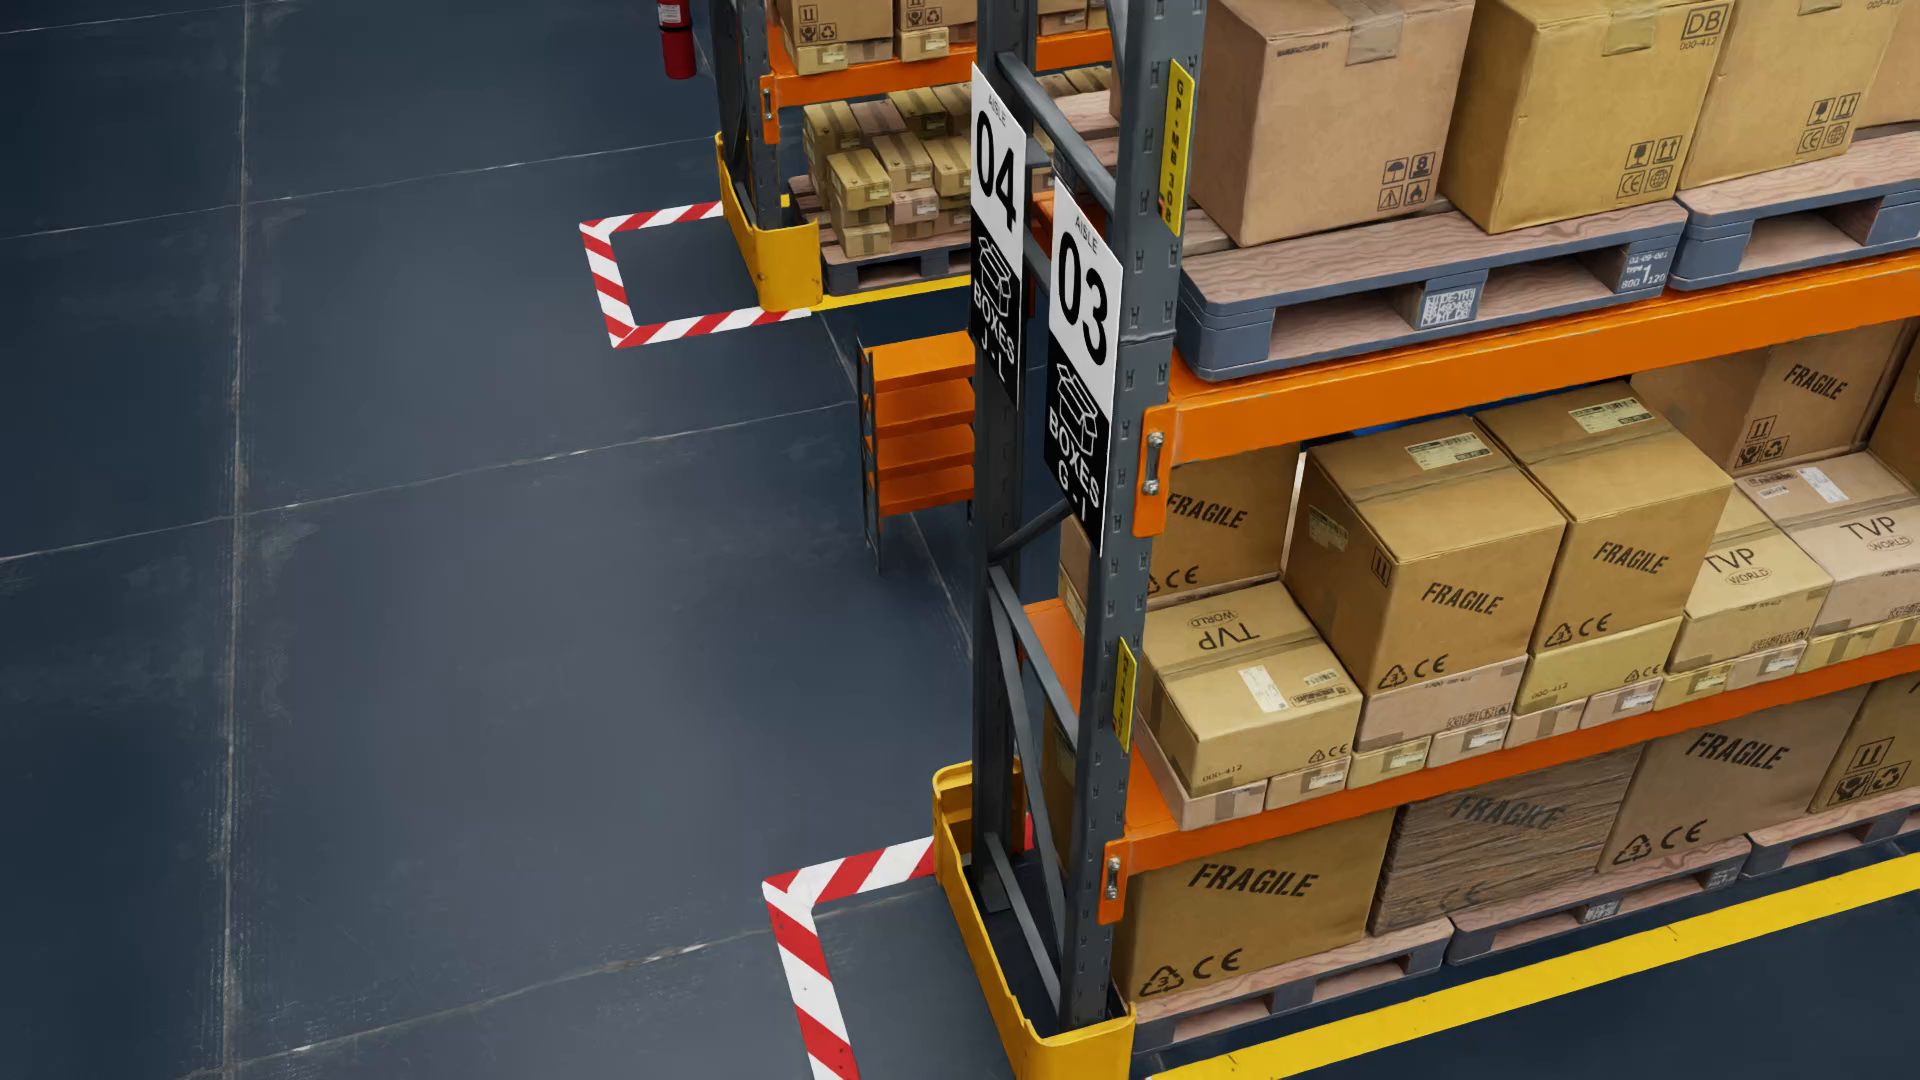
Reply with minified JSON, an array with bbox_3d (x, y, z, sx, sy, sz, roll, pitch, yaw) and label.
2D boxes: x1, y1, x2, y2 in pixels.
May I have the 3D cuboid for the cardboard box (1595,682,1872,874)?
[{"bbox_3d":[2.552,0.506,6.036,0.875,0.875,0.875,-12,42,-13],"label":"cardboard box"}]

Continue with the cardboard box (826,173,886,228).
[{"bbox_3d":[-0.568,-1.875,9.087,0.250,0.149,0.380,-10,42,-11],"label":"cardboard box"}]

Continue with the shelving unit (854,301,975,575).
[{"bbox_3d":[-0.158,-0.419,7.167,0.503,1.200,0.258,-12,42,-13],"label":"shelving unit"}]

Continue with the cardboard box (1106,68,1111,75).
[{"bbox_3d":[1.029,-2.628,9.724,0.250,0.149,0.380,-13,43,-15],"label":"cardboard box"}]

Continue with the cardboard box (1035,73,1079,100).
[{"bbox_3d":[0.540,-2.535,9.616,0.250,0.149,0.380,-13,43,-14],"label":"cardboard box"}]

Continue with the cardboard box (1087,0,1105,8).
[{"bbox_3d":[0.825,-3.116,8.584,0.500,0.500,0.500,-13,43,-14],"label":"cardboard box"}]

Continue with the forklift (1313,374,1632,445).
[{"bbox_3d":[3.151,-1.843,7.482,3.031,2.935,1.130,-13,43,-15],"label":"forklift"}]

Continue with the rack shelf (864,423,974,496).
[{"bbox_3d":[-0.158,-0.368,7.212,0.480,0.148,0.258,-12,42,-13],"label":"rack shelf"}]

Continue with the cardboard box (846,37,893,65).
[{"bbox_3d":[-0.507,-2.576,8.459,0.250,0.149,0.380,-10,42,-12],"label":"cardboard box"}]

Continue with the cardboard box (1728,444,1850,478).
[{"bbox_3d":[2.569,-0.320,5.574,0.500,0.250,0.500,-11,42,-12],"label":"cardboard box"}]

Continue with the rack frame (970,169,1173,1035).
[{"bbox_3d":[0.249,0.397,4.866,0.127,3.000,1.000,-12,42,-13],"label":"rack frame"}]

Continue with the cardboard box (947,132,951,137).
[{"bbox_3d":[0.055,-2.308,9.583,0.250,0.149,0.380,-12,43,-14],"label":"cardboard box"}]

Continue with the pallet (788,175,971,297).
[{"bbox_3d":[-0.287,-1.839,9.544,1.213,0.211,1.003,-12,42,-13],"label":"pallet"}]

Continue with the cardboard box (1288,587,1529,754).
[{"bbox_3d":[1.282,0.309,4.854,0.500,0.250,0.500,-12,43,-14],"label":"cardboard box"}]

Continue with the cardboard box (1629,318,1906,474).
[{"bbox_3d":[2.564,-0.599,5.324,0.500,0.500,0.500,-13,43,-14],"label":"cardboard box"}]

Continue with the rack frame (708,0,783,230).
[{"bbox_3d":[-1.145,-2.736,8.451,0.127,3.000,1.000,-12,42,-13],"label":"rack frame"}]

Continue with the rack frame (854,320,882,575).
[{"bbox_3d":[-0.391,-0.371,7.112,0.015,1.200,0.240,-12,42,-13],"label":"rack frame"}]

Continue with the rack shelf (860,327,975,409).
[{"bbox_3d":[-0.158,-0.715,6.909,0.480,0.148,0.258,-12,42,-13],"label":"rack shelf"}]

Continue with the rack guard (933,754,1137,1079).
[{"bbox_3d":[0.226,1.343,5.683,0.348,0.500,1.175,-12,42,-13],"label":"rack guard"}]

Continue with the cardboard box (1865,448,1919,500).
[{"bbox_3d":[3.229,-0.094,5.315,0.500,0.250,0.500,-10,42,-12],"label":"cardboard box"}]

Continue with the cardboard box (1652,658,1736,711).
[{"bbox_3d":[2.153,0.323,5.141,0.250,0.149,0.380,-13,43,-14],"label":"cardboard box"}]

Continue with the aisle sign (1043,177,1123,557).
[{"bbox_3d":[0.270,-0.380,3.779,0.004,0.787,0.394,-12,42,-13],"label":"aisle sign"}]

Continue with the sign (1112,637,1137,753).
[{"bbox_3d":[0.410,0.390,4.155,0.005,0.325,0.100,-12,42,-13],"label":"sign"}]

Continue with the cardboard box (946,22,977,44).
[{"bbox_3d":[-0.028,-2.733,8.639,0.250,0.149,0.380,-10,42,-11],"label":"cardboard box"}]

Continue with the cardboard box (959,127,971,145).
[{"bbox_3d":[0.174,-2.135,9.159,0.250,0.149,0.380,-14,43,-15],"label":"cardboard box"}]

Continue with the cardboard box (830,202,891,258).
[{"bbox_3d":[-0.549,-1.723,9.140,0.250,0.149,0.380,-11,42,-12],"label":"cardboard box"}]

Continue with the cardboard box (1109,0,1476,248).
[{"bbox_3d":[0.729,-1.103,3.831,0.500,0.500,0.700,-14,43,-16],"label":"cardboard box"}]

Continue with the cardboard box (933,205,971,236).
[{"bbox_3d":[-0.089,-1.880,9.319,0.250,0.149,0.380,-11,42,-13],"label":"cardboard box"}]

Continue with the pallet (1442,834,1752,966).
[{"bbox_3d":[2.150,1.001,6.294,1.213,0.211,1.003,-12,42,-13],"label":"pallet"}]

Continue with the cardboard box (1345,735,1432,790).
[{"bbox_3d":[1.175,0.526,4.909,0.250,0.149,0.380,-13,43,-14],"label":"cardboard box"}]

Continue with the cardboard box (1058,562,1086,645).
[{"bbox_3d":[0.490,0.214,5.265,0.250,0.149,0.380,-11,42,-12],"label":"cardboard box"}]

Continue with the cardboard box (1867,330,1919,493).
[{"bbox_3d":[3.227,-0.377,5.069,0.500,0.500,0.500,-11,42,-13],"label":"cardboard box"}]

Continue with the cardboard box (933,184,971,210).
[{"bbox_3d":[-0.083,-1.998,9.228,0.250,0.149,0.380,-11,42,-13],"label":"cardboard box"}]

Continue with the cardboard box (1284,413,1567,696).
[{"bbox_3d":[1.265,0.034,4.598,0.500,0.500,0.500,-13,43,-14],"label":"cardboard box"}]

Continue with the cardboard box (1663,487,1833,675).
[{"bbox_3d":[2.258,0.105,5.087,0.500,0.250,0.500,-12,43,-14],"label":"cardboard box"}]

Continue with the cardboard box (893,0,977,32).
[{"bbox_3d":[-0.131,-2.923,8.363,0.500,0.500,0.500,-12,42,-13],"label":"cardboard box"}]

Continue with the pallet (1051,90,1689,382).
[{"bbox_3d":[0.953,-0.853,4.083,1.213,0.211,1.003,-12,42,-13],"label":"pallet"}]

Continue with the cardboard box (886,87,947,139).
[{"bbox_3d":[-0.250,-2.453,9.523,0.250,0.149,0.380,-13,43,-14],"label":"cardboard box"}]

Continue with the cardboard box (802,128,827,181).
[{"bbox_3d":[-0.727,-2.216,9.478,0.250,0.149,0.380,-13,43,-14],"label":"cardboard box"}]

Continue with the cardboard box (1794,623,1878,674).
[{"bbox_3d":[2.646,0.221,5.258,0.250,0.149,0.380,-12,43,-14],"label":"cardboard box"}]

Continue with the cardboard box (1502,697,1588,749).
[{"bbox_3d":[1.666,0.424,5.025,0.250,0.149,0.380,-12,43,-14],"label":"cardboard box"}]

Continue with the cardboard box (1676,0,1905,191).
[{"bbox_3d":[1.780,-1.271,4.023,0.500,0.500,0.700,-14,43,-16],"label":"cardboard box"}]

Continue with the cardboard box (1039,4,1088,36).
[{"bbox_3d":[0.482,-2.802,8.718,0.250,0.149,0.380,-12,43,-14],"label":"cardboard box"}]

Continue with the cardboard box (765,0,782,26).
[{"bbox_3d":[-0.919,-2.883,8.811,0.250,0.149,0.380,-12,42,-13],"label":"cardboard box"}]

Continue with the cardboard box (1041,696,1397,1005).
[{"bbox_3d":[0.835,0.862,5.629,0.875,0.875,0.875,-12,42,-13],"label":"cardboard box"}]

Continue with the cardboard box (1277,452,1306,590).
[{"bbox_3d":[1.115,-0.021,5.232,0.500,0.250,0.500,-12,43,-14],"label":"cardboard box"}]

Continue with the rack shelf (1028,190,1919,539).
[{"bbox_3d":[2.156,-0.857,4.568,4.000,0.370,1.077,-12,42,-13],"label":"rack shelf"}]

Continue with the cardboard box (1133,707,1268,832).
[{"bbox_3d":[0.687,0.628,4.792,0.250,0.149,0.380,-11,42,-13],"label":"cardboard box"}]

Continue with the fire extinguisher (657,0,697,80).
[{"bbox_3d":[-1.524,-2.806,8.874,0.183,0.674,0.296,-12,42,-13],"label":"fire extinguisher"}]

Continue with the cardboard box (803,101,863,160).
[{"bbox_3d":[-0.716,-2.308,9.357,0.250,0.149,0.380,-11,42,-13],"label":"cardboard box"}]

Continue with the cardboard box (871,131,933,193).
[{"bbox_3d":[-0.316,-2.065,9.079,0.250,0.149,0.380,-11,42,-12],"label":"cardboard box"}]
